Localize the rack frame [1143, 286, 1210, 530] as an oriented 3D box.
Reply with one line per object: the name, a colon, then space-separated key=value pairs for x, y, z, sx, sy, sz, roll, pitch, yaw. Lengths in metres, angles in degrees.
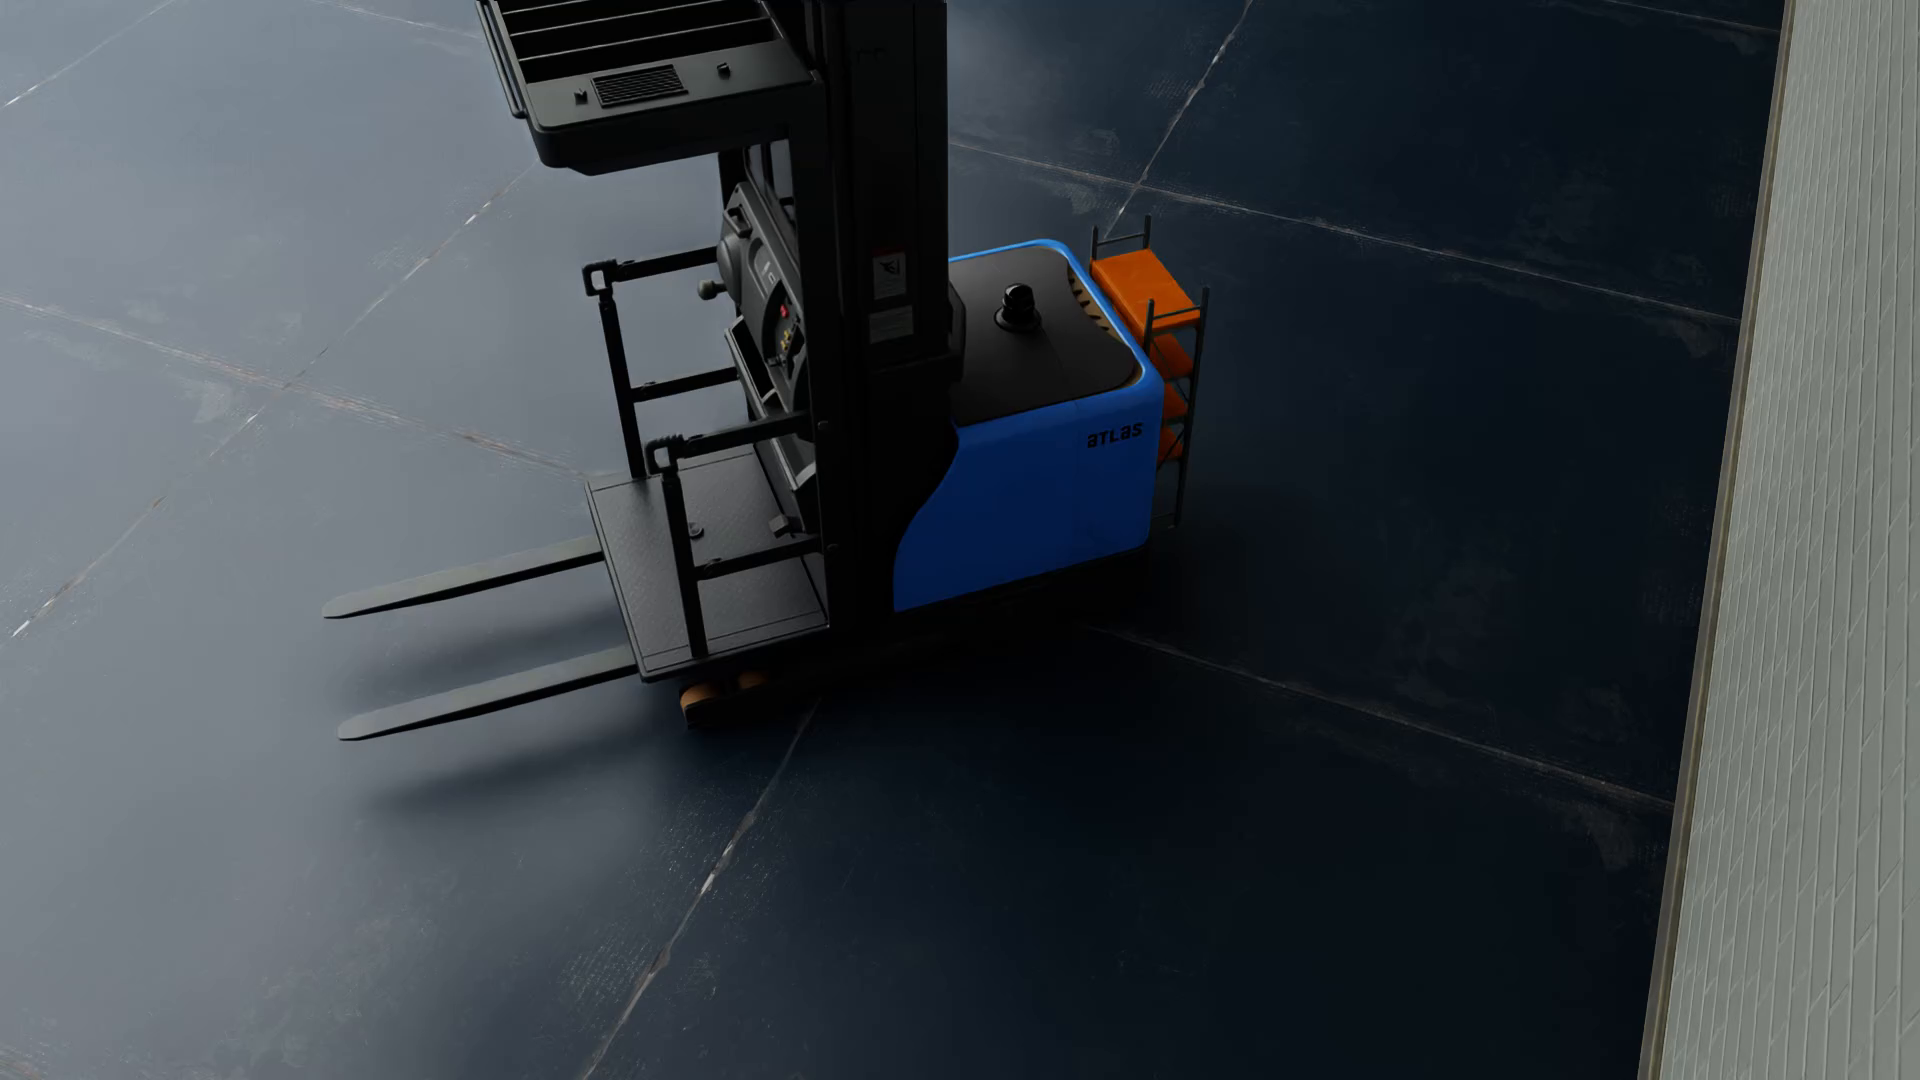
rack frame: x=0.782 y=-0.453 z=6.355 sx=0.240 sy=1.200 sz=0.015 roll=-15 pitch=47 yaw=-15

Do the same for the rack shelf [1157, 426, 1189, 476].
rack shelf: x=0.696 y=-0.426 z=6.704 sx=0.258 sy=0.148 sz=0.480 roll=-15 pitch=47 yaw=-15

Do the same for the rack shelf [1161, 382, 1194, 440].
rack shelf: x=0.696 y=-0.567 z=6.564 sx=0.258 sy=0.148 sz=0.480 roll=-15 pitch=47 yaw=-15

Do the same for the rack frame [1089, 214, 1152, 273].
rack frame: x=0.610 y=-0.775 z=6.678 sx=0.240 sy=1.200 sz=0.015 roll=-15 pitch=47 yaw=-15

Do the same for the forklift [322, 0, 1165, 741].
forklift: x=-0.838 y=-0.781 z=5.457 sx=3.031 sy=2.935 sz=1.130 roll=-15 pitch=47 yaw=-14

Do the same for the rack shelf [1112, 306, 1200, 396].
rack shelf: x=0.696 y=-0.725 z=6.406 sx=0.258 sy=0.148 sz=0.480 roll=-15 pitch=47 yaw=-15

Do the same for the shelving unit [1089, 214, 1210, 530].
shelving unit: x=0.696 y=-0.614 z=6.517 sx=0.258 sy=1.200 sz=0.503 roll=-15 pitch=47 yaw=-15

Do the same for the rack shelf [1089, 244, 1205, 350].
rack shelf: x=0.696 y=-0.893 z=6.240 sx=0.258 sy=0.148 sz=0.480 roll=-15 pitch=47 yaw=-15
